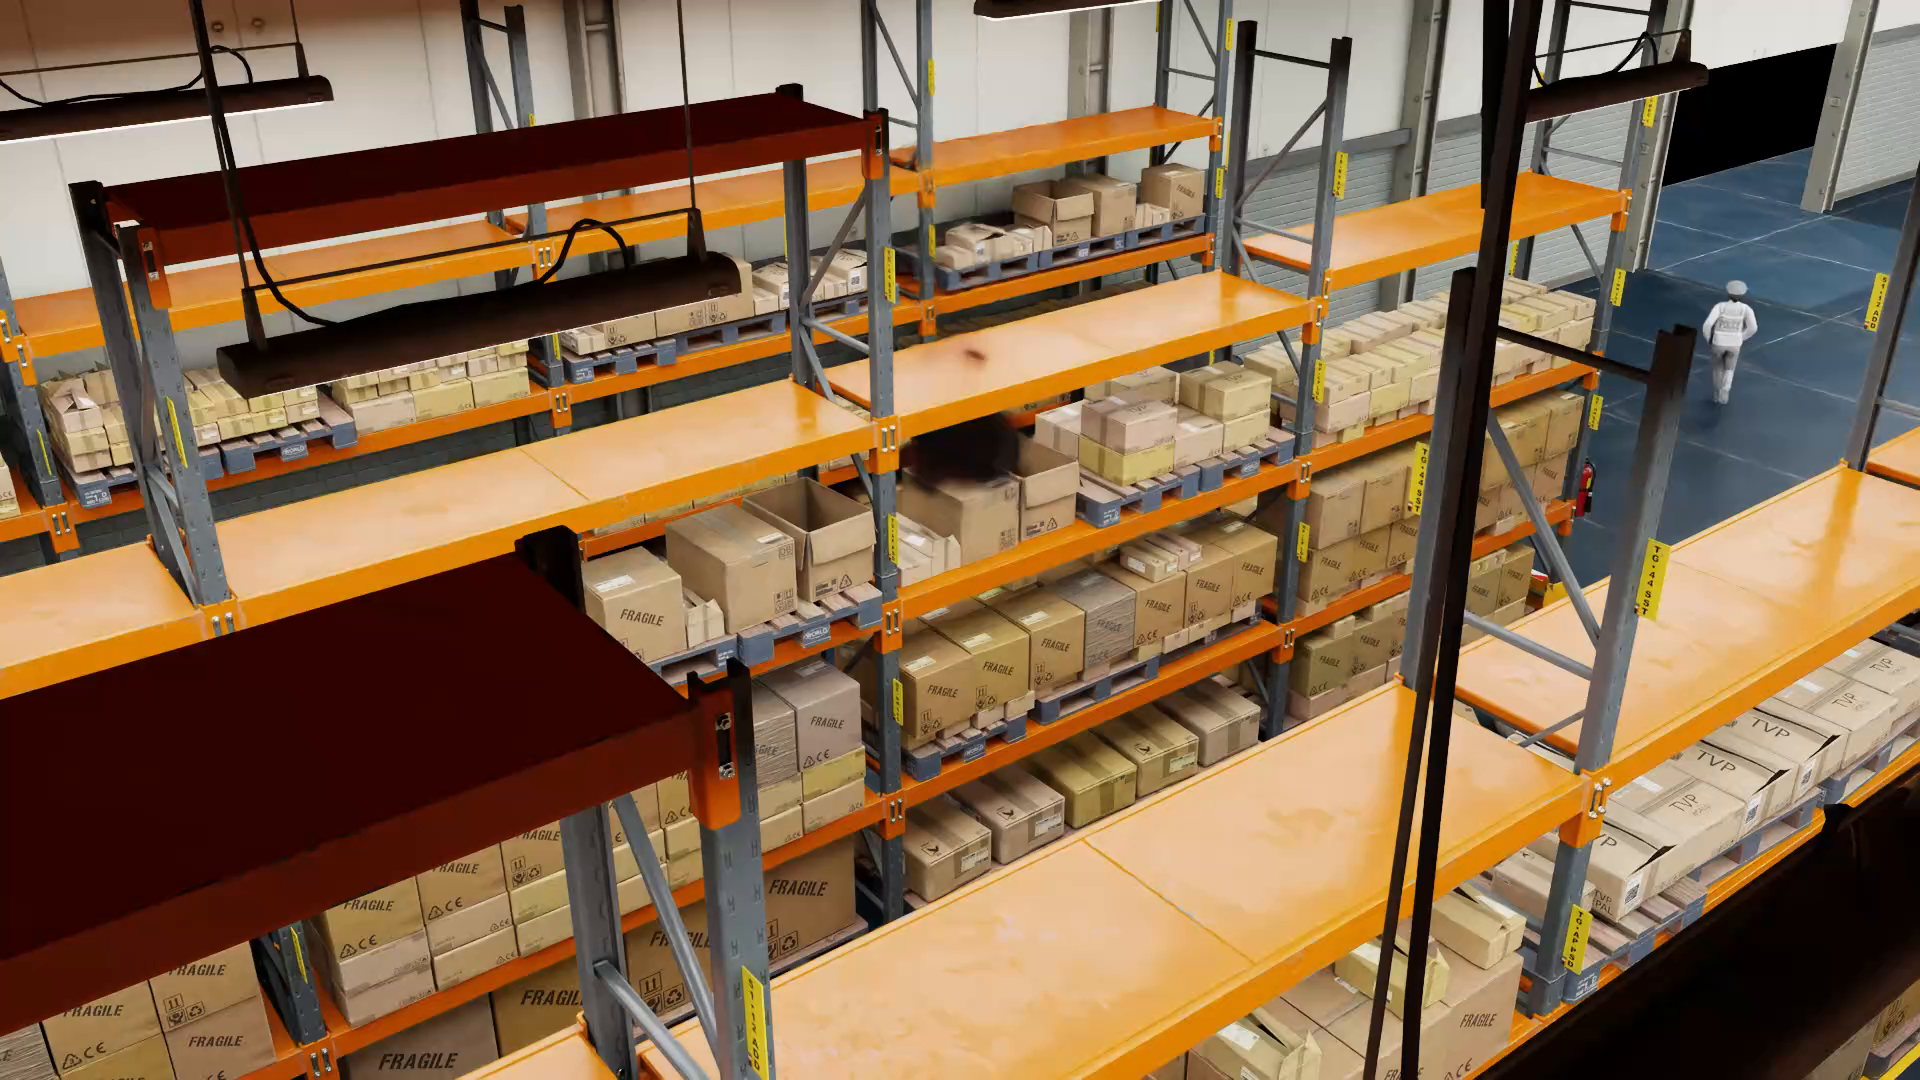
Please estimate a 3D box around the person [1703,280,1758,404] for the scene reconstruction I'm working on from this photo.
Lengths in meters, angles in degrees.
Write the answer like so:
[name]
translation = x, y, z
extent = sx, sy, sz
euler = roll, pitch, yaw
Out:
[person]
translation = 9.818, -2.478, 21.317
extent = 0.644, 1.676, 0.745
euler = 8, 27, 16
